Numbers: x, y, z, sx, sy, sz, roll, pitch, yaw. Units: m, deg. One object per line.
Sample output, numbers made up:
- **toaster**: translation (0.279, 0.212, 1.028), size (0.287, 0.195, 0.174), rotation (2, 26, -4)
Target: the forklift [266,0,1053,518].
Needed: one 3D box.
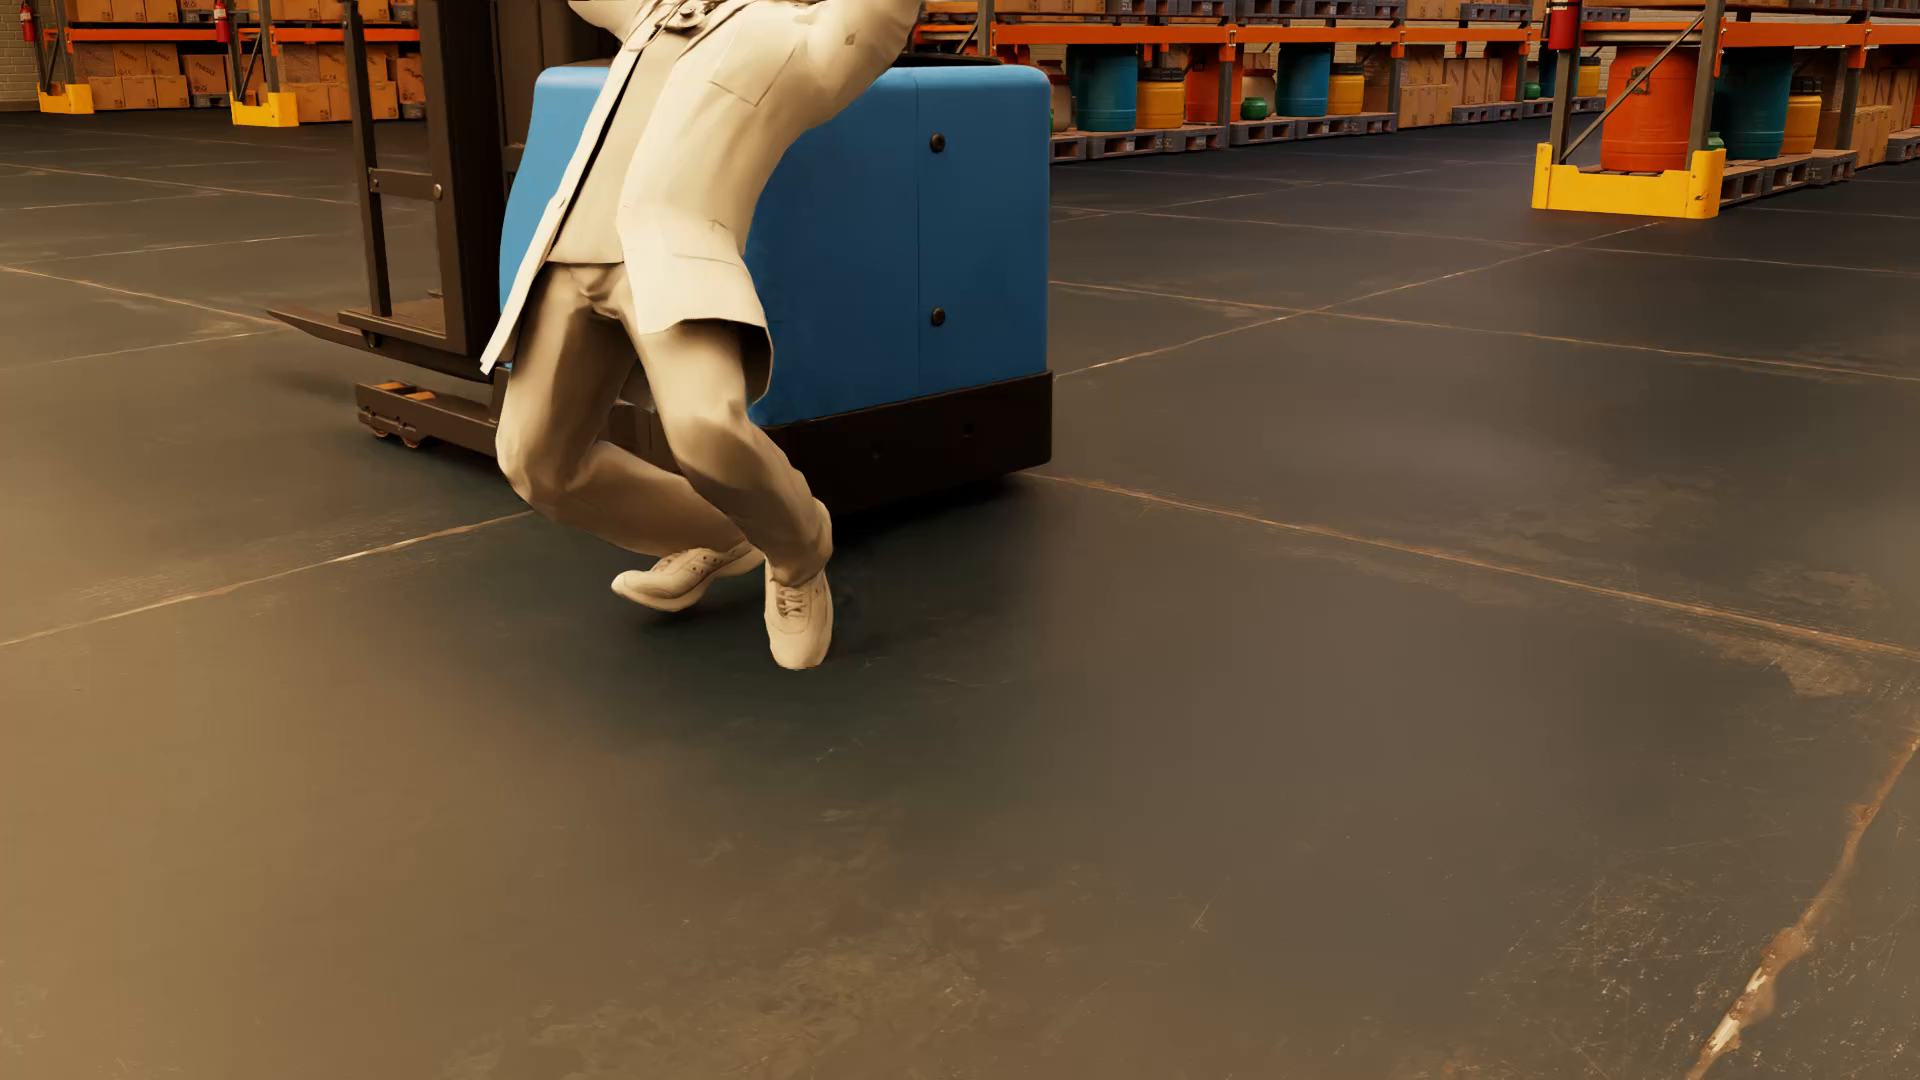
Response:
- **forklift**: translation (-1.149, -1.758, 4.686), size (1.130, 2.935, 3.031), rotation (-16, 23, -42)

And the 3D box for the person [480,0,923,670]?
- **person**: translation (-0.428, -0.596, 3.069), size (1.011, 1.693, 0.768), rotation (11, 20, 32)
